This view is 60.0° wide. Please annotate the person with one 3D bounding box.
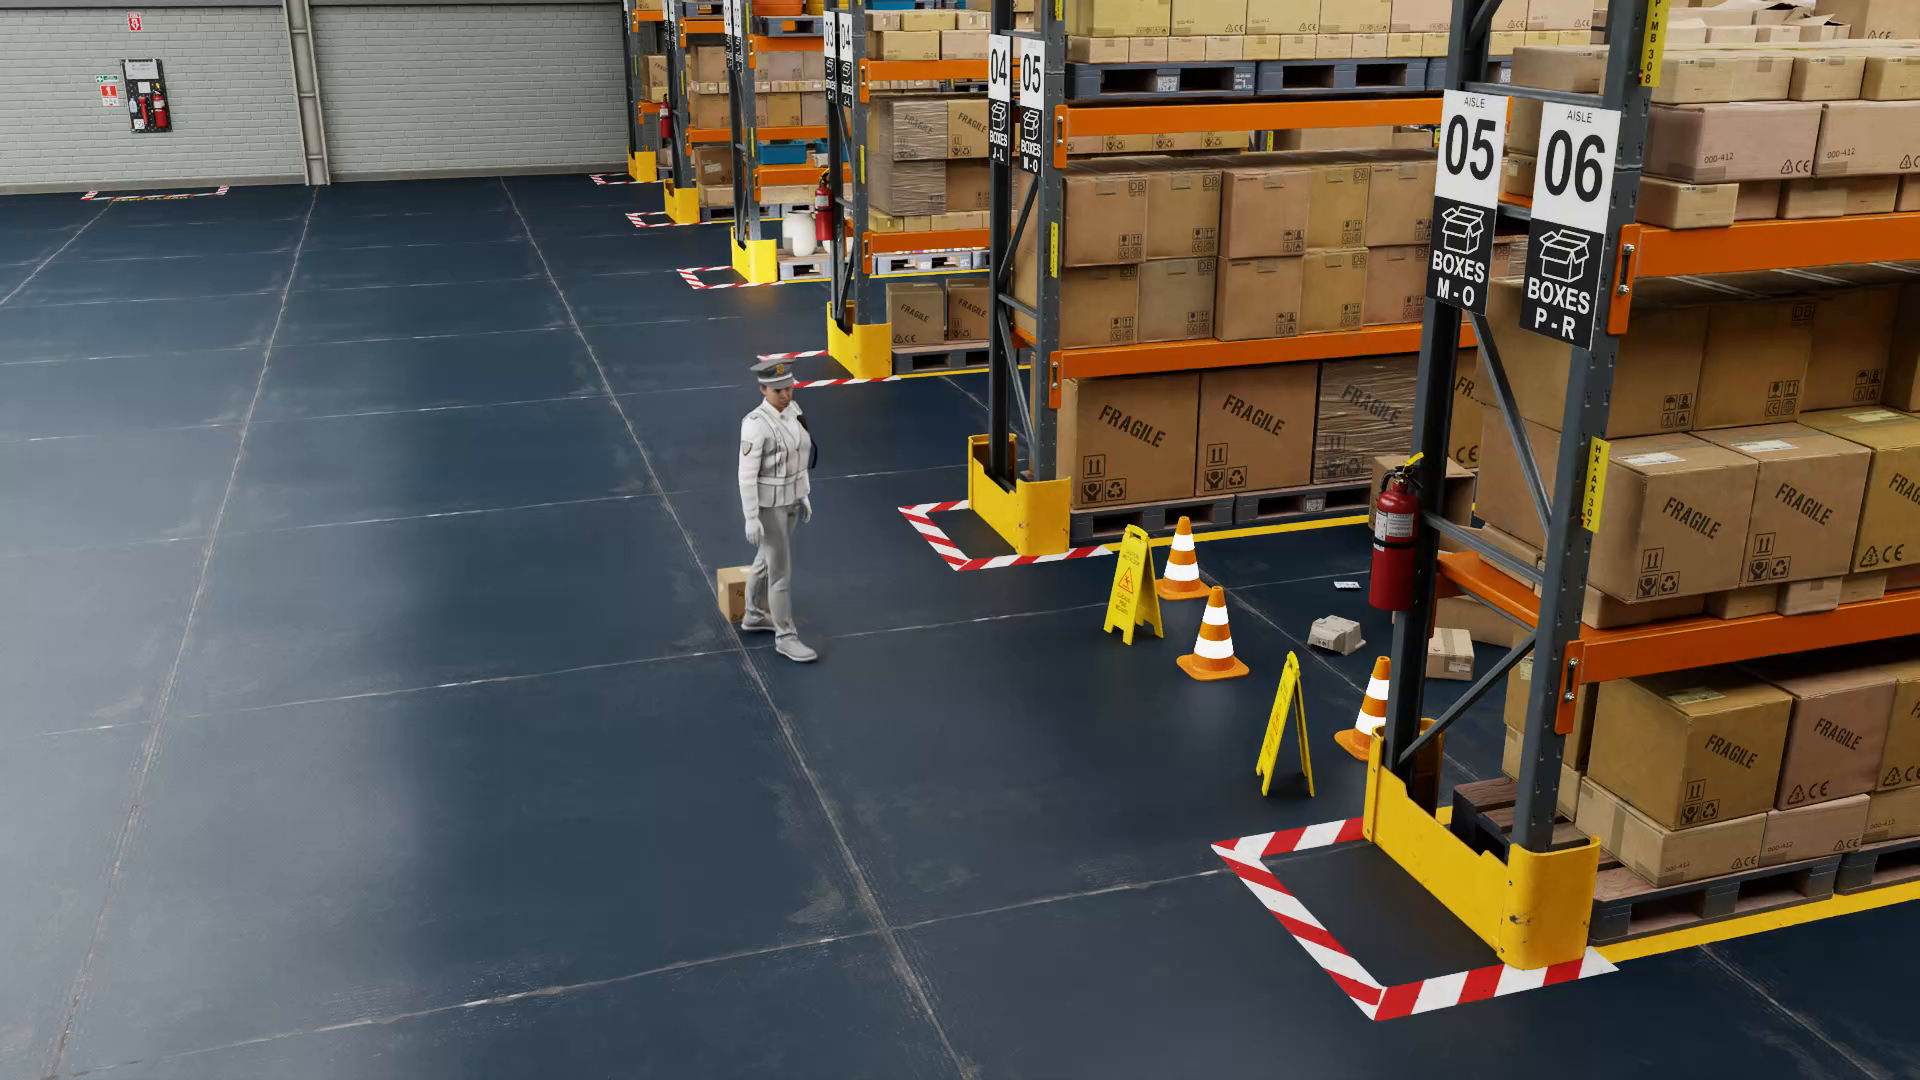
[{"bbox_3d":[-1.007,-0.190,9.090,0.590,1.665,0.507,9,21,24],"label":"person"}]
